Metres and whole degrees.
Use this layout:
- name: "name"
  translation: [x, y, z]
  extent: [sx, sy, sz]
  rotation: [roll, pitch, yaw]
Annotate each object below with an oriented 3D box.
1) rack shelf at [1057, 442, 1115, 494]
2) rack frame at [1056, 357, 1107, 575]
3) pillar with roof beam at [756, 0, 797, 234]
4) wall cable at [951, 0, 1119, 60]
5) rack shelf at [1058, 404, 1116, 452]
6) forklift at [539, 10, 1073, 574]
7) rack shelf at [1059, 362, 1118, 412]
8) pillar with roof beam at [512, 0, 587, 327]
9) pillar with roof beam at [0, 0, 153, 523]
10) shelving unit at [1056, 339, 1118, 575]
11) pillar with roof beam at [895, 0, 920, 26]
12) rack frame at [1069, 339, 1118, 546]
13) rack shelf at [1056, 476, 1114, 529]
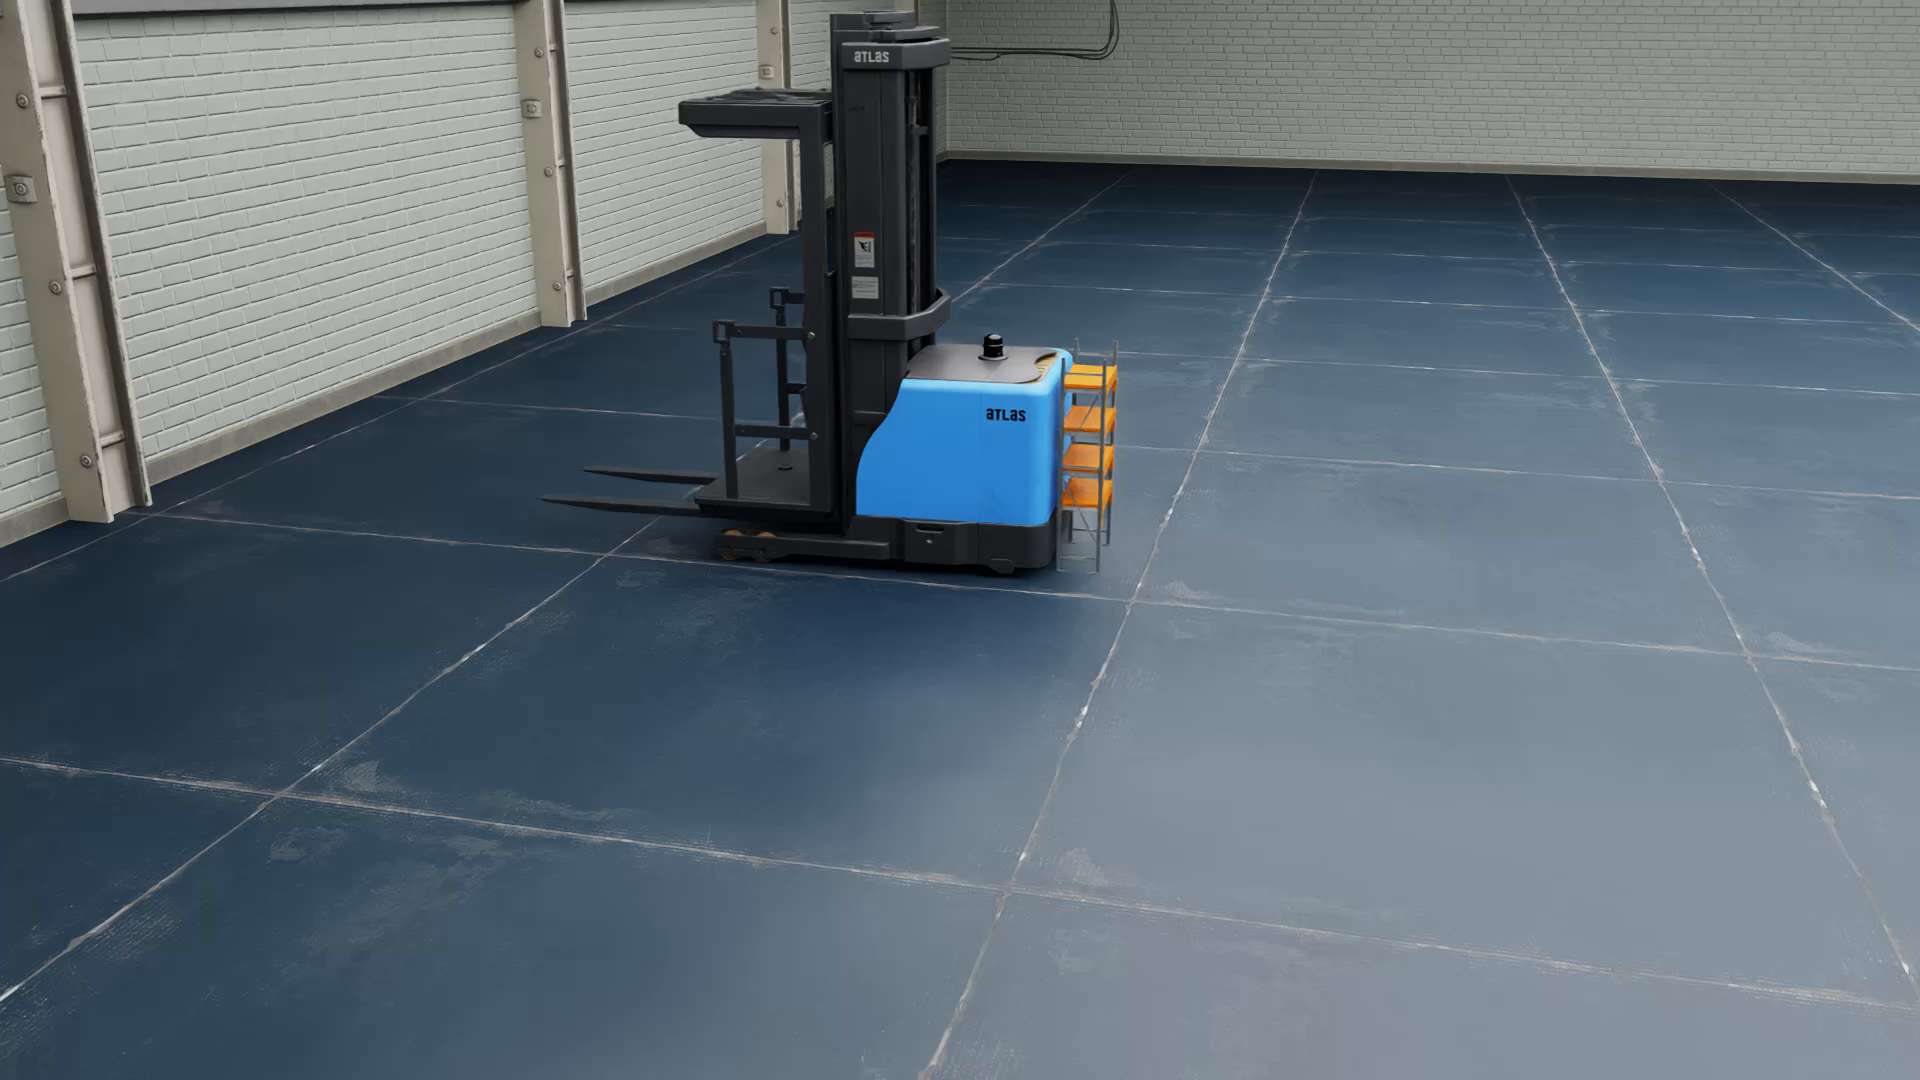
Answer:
- name: "rack shelf"
  translation: [0.701, -0.402, 9.214]
  extent: [0.258, 0.148, 0.480]
  rotation: [4, 19, 11]
- name: "rack frame"
  translation: [0.652, -0.388, 8.966]
  extent: [0.240, 1.200, 0.015]
  rotation: [4, 19, 11]
- name: "pillar with roof beam"
  translation: [1.889, -7.856, 18.764]
  extent: [9.100, 9.000, 0.400]
  rotation: [5, 19, 13]
- name: "wall cable"
  translation: [1.183, -9.426, 28.165]
  extent: [3.097, 2.526, 0.112]
  rotation: [5, 19, 13]
- name: "rack shelf"
  translation: [0.702, -0.613, 9.141]
  extent: [0.258, 0.148, 0.480]
  rotation: [4, 19, 11]
- name: "forklift"
  translation: [-0.909, -1.423, 9.320]
  extent: [3.031, 2.935, 1.130]
  rotation: [4, 19, 11]
- name: "rack shelf"
  translation: [0.703, -0.837, 9.064]
  extent: [0.258, 0.148, 0.480]
  rotation: [4, 19, 11]
- name: "pillar with roof beam"
  translation: [0.424, -5.975, 13.259]
  extent: [9.100, 9.000, 0.400]
  rotation: [5, 19, 13]
- name: "pillar with roof beam"
  translation: [-1.042, -4.094, 7.753]
  extent: [9.100, 9.000, 0.400]
  rotation: [5, 19, 13]
- name: "shelving unit"
  translation: [0.701, -0.465, 9.192]
  extent: [0.258, 1.200, 0.503]
  rotation: [4, 19, 11]
- name: "pillar with roof beam"
  translation: [3.355, -9.736, 24.270]
  extent: [9.100, 9.000, 0.400]
  rotation: [5, 19, 13]
- name: "rack frame"
  translation: [0.751, -0.543, 9.418]
  extent: [0.240, 1.200, 0.015]
  rotation: [4, 19, 11]
- name: "rack shelf"
  translation: [0.700, -0.214, 9.278]
  extent: [0.258, 0.148, 0.480]
  rotation: [4, 19, 11]
